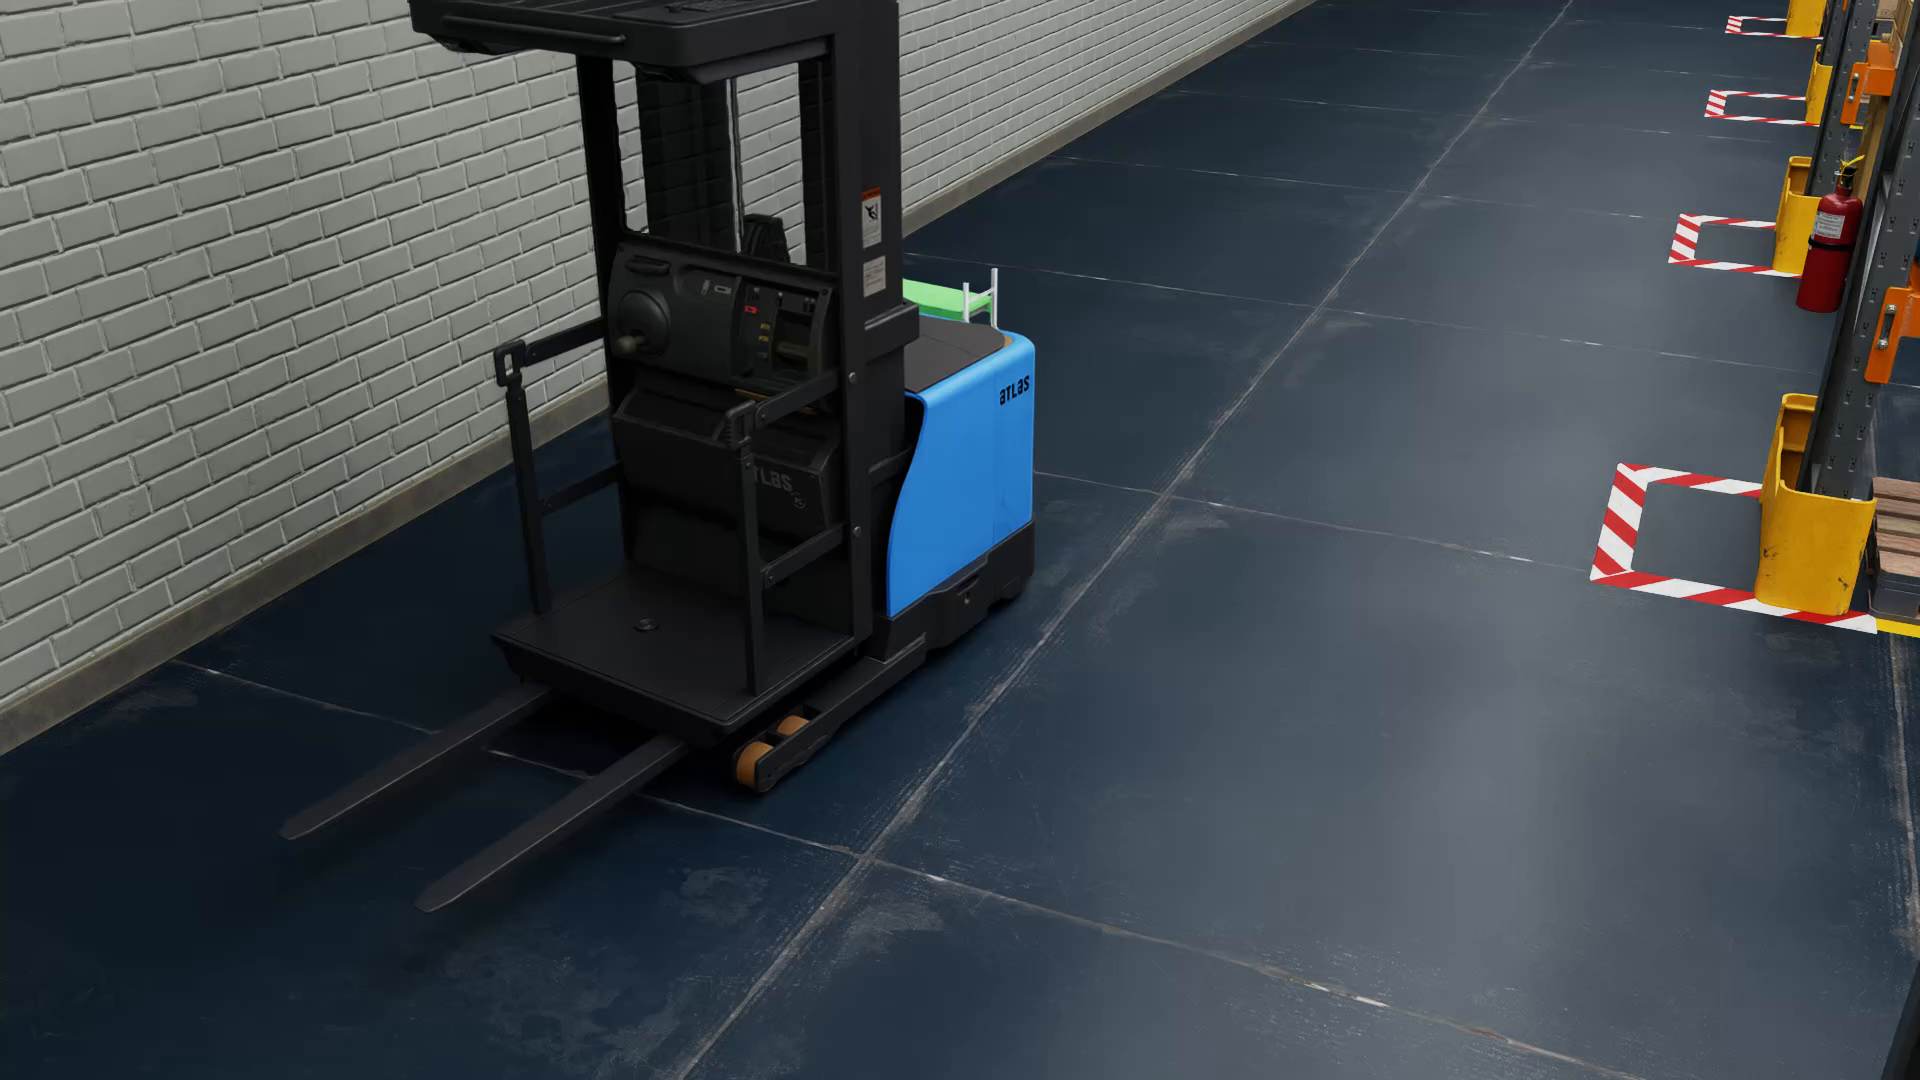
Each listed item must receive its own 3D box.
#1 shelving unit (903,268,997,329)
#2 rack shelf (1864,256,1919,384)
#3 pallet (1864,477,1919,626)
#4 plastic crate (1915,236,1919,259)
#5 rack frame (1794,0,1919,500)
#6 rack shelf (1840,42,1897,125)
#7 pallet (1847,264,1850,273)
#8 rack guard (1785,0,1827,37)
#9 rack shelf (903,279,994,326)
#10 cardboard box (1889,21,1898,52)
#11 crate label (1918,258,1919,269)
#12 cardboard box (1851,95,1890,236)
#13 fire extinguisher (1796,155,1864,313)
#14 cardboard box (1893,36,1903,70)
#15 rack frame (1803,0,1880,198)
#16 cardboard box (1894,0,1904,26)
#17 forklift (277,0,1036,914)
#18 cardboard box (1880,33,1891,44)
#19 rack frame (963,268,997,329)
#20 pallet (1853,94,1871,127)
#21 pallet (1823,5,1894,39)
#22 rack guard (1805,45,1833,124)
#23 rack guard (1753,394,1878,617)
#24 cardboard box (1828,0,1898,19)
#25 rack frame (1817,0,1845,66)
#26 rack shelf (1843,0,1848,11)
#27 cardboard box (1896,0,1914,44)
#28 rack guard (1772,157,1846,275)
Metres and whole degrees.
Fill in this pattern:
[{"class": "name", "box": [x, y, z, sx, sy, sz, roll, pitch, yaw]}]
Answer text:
[{"class": "shelving unit", "box": [-0.124, -0.582, 7.073, 0.503, 1.200, 0.258, 16, 30, 29]}, {"class": "rack shelf", "box": [5.461, -0.609, 5.905, 4.000, 0.370, 1.077, 11, 28, 22]}, {"class": "pallet", "box": [4.375, 0.120, 6.767, 1.213, 0.211, 1.003, 11, 28, 22]}, {"class": "plastic crate", "box": [4.023, -1.354, 6.496, 0.499, 0.435, 0.616, 11, 28, 22]}, {"class": "rack frame", "box": [3.640, -1.297, 6.489, 0.127, 3.000, 1.000, 11, 28, 22]}, {"class": "rack shelf", "box": [7.511, -2.600, 9.950, 4.000, 0.370, 1.077, 11, 28, 22]}, {"class": "pallet", "box": [6.451, -1.923, 10.917, 1.213, 0.211, 1.003, 11, 28, 22]}, {"class": "rack guard", "box": [9.771, -6.156, 19.188, 0.348, 0.500, 1.175, 11, 28, 22]}, {"class": "rack shelf", "box": [-0.124, -0.955, 6.890, 0.480, 0.148, 0.258, 16, 30, 29]}, {"class": "cardboard box", "box": [6.151, -3.243, 10.726, 0.250, 0.149, 0.380, 12, 29, 23]}, {"class": "crate label", "box": [3.729, -1.071, 6.152, 0.303, 0.233, 0.416, 11, 28, 22]}, {"class": "cardboard box", "box": [6.306, -2.439, 10.738, 0.875, 0.875, 0.875, 11, 28, 22]}, {"class": "fire extinguisher", "box": [3.691, -1.305, 7.015, 0.183, 0.674, 0.296, 11, 28, 22]}, {"class": "cardboard box", "box": [5.877, -2.978, 10.188, 0.250, 0.149, 0.380, 12, 29, 22]}, {"class": "rack frame", "box": [5.691, -3.289, 10.534, 0.127, 3.000, 1.000, 11, 28, 22]}, {"class": "cardboard box", "box": [6.242, -3.373, 10.538, 0.500, 0.250, 0.500, 11, 28, 21]}, {"class": "forklift", "box": [-0.927, -0.713, 5.381, 1.130, 2.935, 3.031, 16, 31, 30]}, {"class": "cardboard box", "box": [8.423, -4.446, 14.963, 0.250, 0.149, 0.380, 12, 29, 22]}, {"class": "rack frame", "box": [0.082, -0.524, 6.955, 0.015, 1.200, 0.240, 16, 30, 29]}, {"class": "pallet", "box": [8.630, -3.837, 14.804, 1.213, 0.211, 1.003, 11, 28, 22]}, {"class": "pallet", "box": [10.553, -5.908, 19.010, 1.213, 0.211, 1.003, 11, 28, 22]}, {"class": "rack guard", "box": [7.905, -4.129, 15.071, 0.348, 0.500, 1.175, 11, 28, 22]}, {"class": "rack guard", "box": [3.613, -0.175, 7.039, 0.348, 0.500, 1.175, 11, 28, 22]}, {"class": "cardboard box", "box": [10.435, -6.232, 18.937, 0.875, 0.438, 0.875, 10, 28, 20]}, {"class": "rack frame", "box": [7.836, -5.265, 14.547, 0.127, 3.000, 1.000, 11, 28, 22]}, {"class": "rack shelf", "box": [9.656, -4.576, 13.963, 4.000, 0.370, 1.077, 11, 28, 22]}, {"class": "cardboard box", "box": [6.016, -3.159, 10.102, 0.500, 0.250, 0.500, 11, 28, 20]}, {"class": "rack guard", "box": [5.669, -2.172, 11.095, 0.348, 0.500, 1.175, 11, 28, 22]}]
